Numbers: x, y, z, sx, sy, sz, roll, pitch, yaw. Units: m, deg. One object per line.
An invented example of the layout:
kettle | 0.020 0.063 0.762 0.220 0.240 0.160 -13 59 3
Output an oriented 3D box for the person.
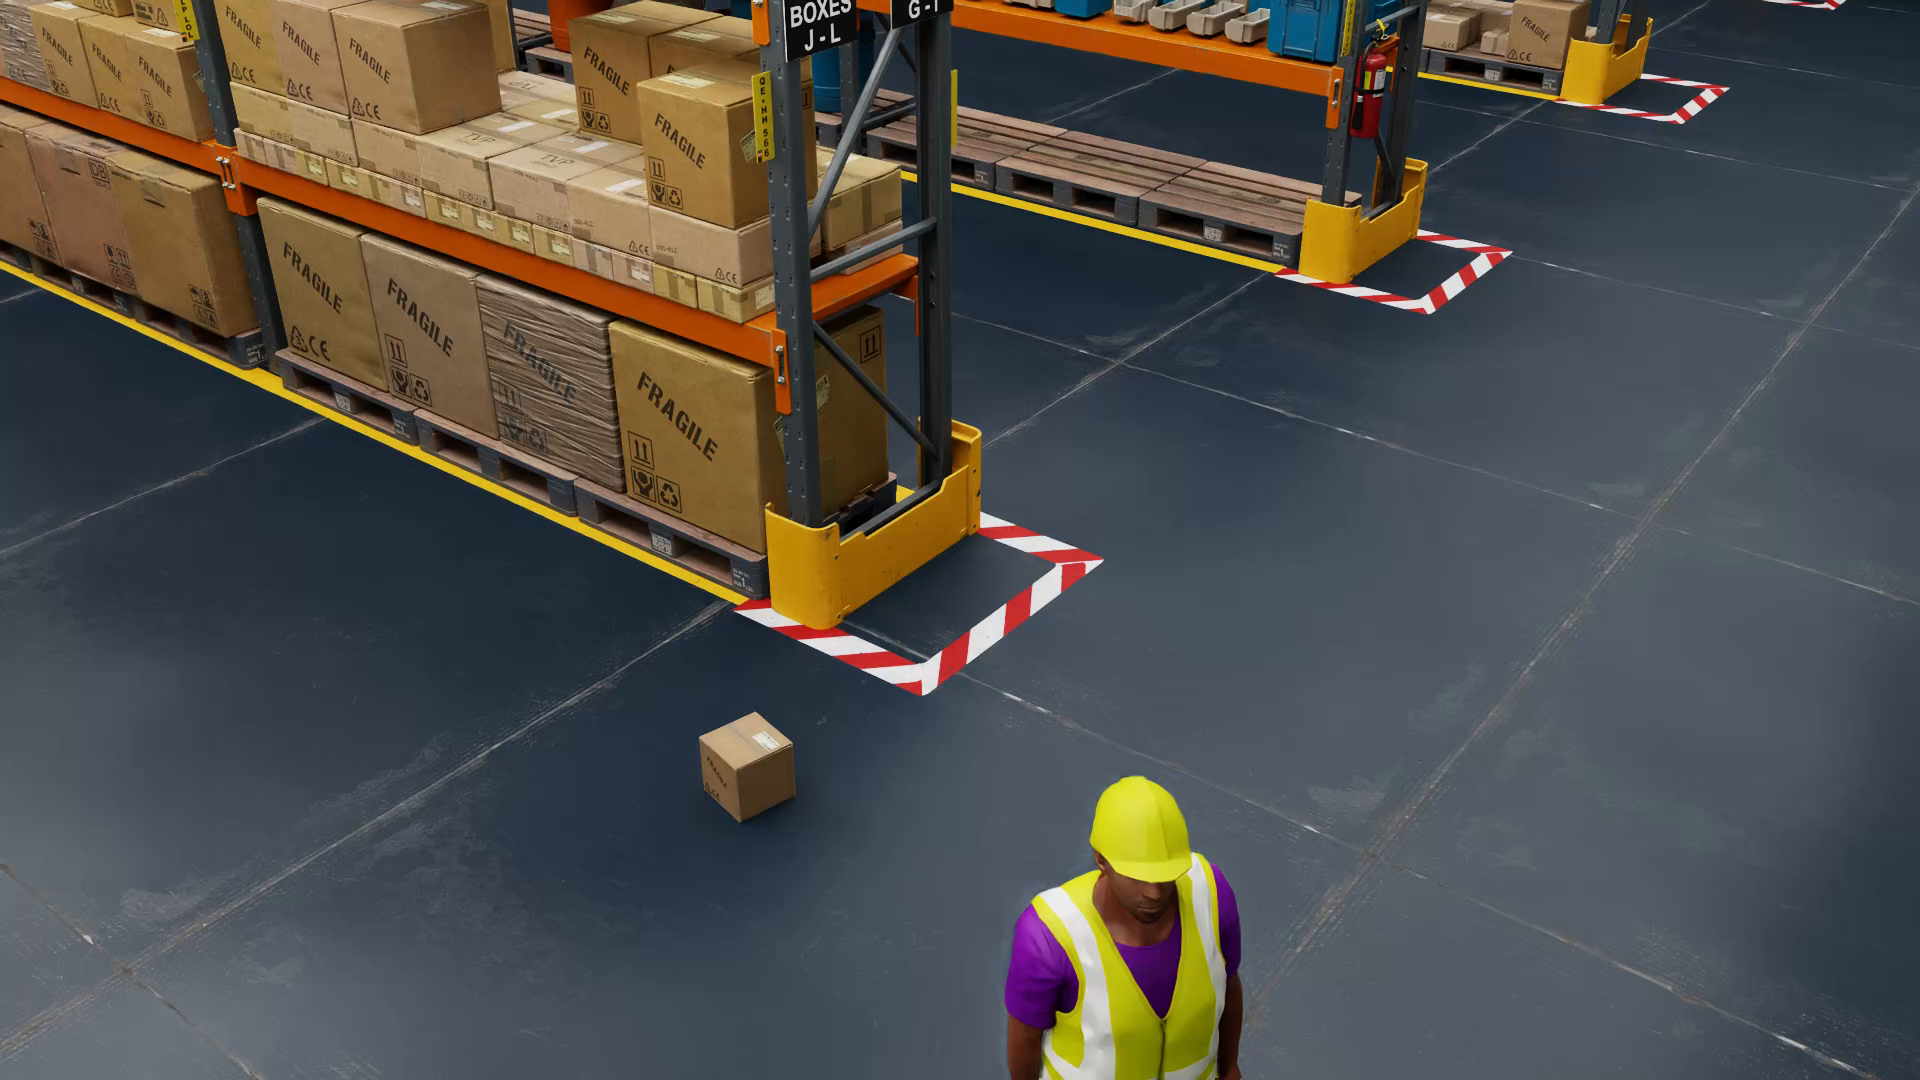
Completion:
person | 0.392 1.267 3.958 0.582 1.750 0.820 -11 32 -18
